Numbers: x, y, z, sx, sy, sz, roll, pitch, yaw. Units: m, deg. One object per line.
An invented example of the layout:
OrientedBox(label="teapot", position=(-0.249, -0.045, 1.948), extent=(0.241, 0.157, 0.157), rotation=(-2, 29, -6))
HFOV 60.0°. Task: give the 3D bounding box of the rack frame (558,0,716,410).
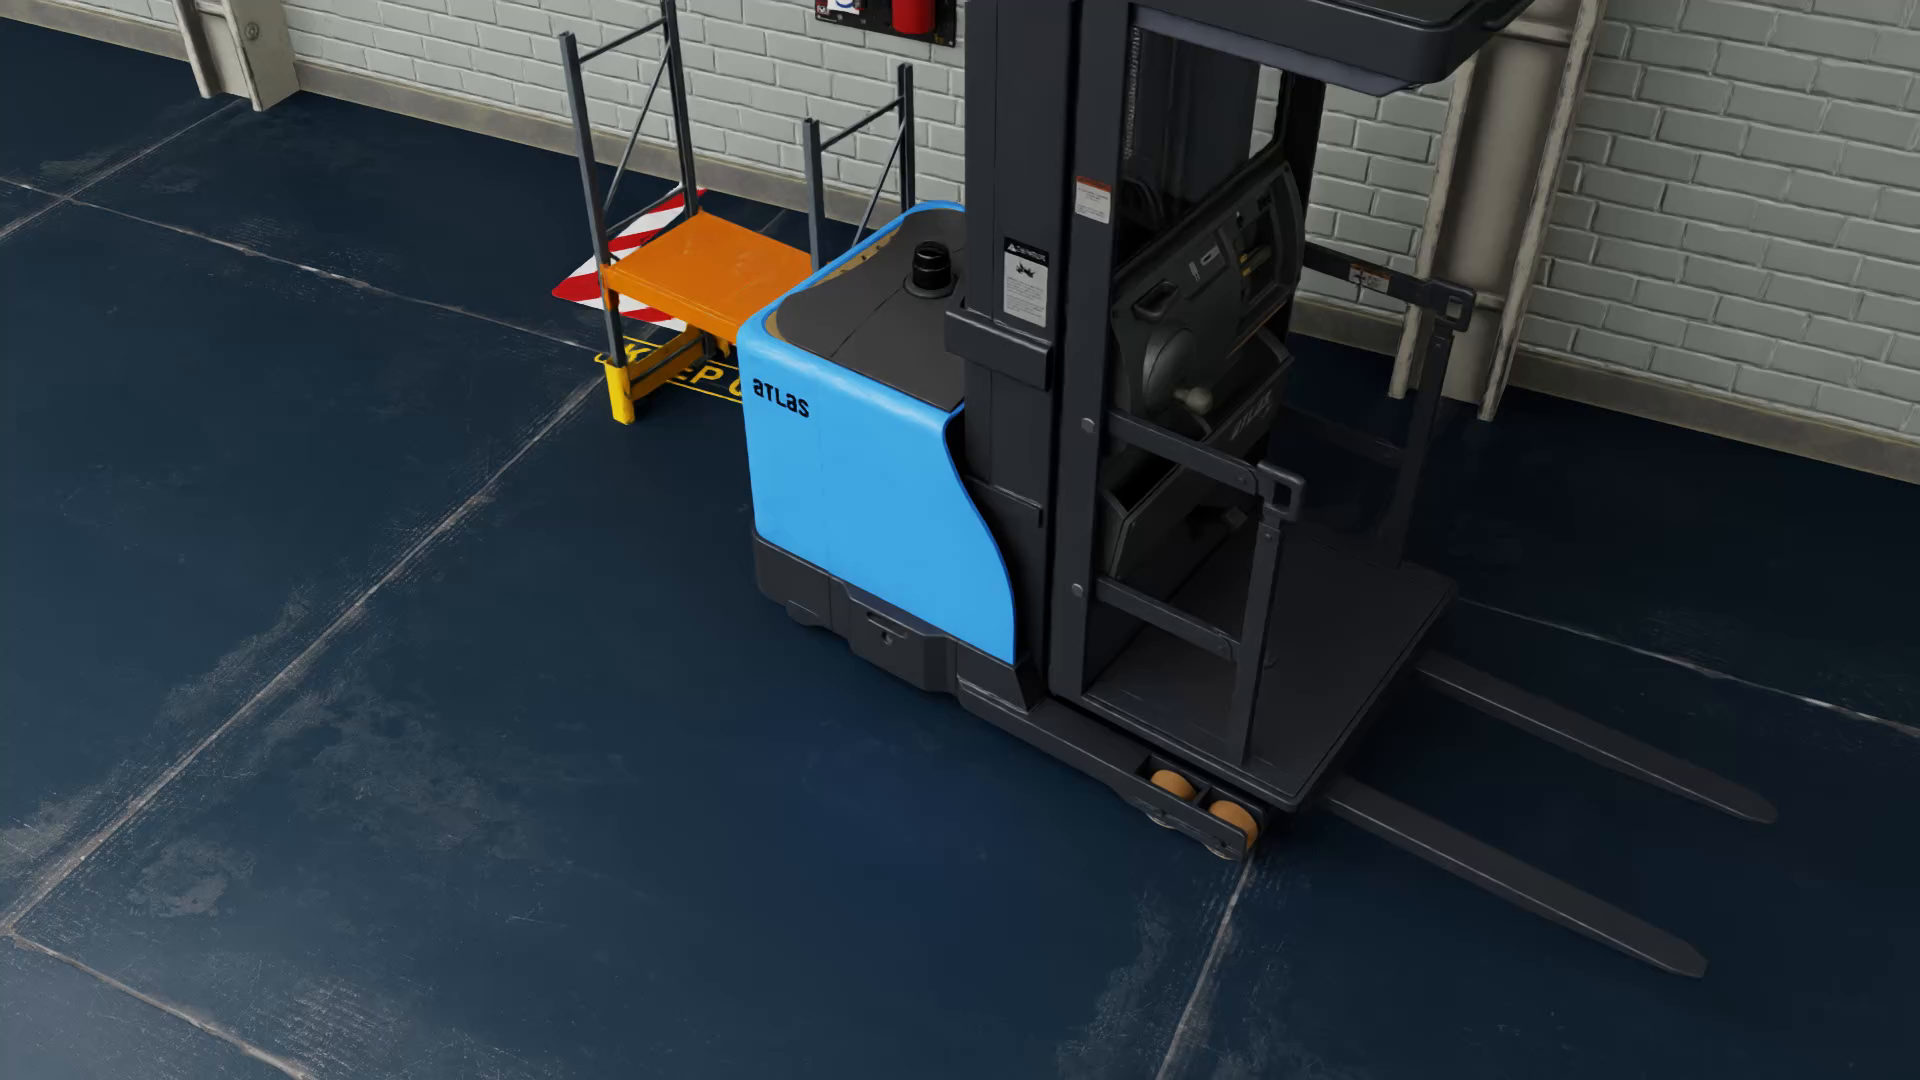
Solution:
OrientedBox(label="rack frame", position=(-1.127, -1.176, 5.962), extent=(0.032, 1.500, 0.500), rotation=(25, 47, 26))

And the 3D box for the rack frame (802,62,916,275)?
OrientedBox(label="rack frame", position=(-0.305, -0.785, 5.510), extent=(0.032, 1.500, 0.500), rotation=(25, 47, 26))

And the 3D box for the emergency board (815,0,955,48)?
OrientedBox(label="emergency board", position=(-0.336, -2.431, 6.264), extent=(0.643, 1.169, 0.194), rotation=(17, 44, 19))

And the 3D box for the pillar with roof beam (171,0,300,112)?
OrientedBox(label="pillar with roof beam", position=(-5.370, -3.097, 2.453), extent=(0.400, 9.000, 9.100), rotation=(17, 44, 19))

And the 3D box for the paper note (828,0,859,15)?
OrientedBox(label="paper note", position=(-0.467, -2.188, 6.657), extent=(0.142, 0.148, 0.016), rotation=(17, 44, 19))

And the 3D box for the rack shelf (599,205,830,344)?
OrientedBox(label="rack shelf", position=(-0.716, -0.845, 5.854), extent=(1.000, 0.185, 0.538), rotation=(25, 47, 26))

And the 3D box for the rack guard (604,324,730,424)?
OrientedBox(label="rack guard", position=(-1.112, -0.697, 6.363), extent=(0.087, 0.250, 0.587), rotation=(25, 47, 26))

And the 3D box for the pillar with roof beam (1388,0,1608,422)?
OrientedBox(label="pillar with roof beam", position=(0.067, -1.436, 0.536), extent=(0.400, 9.000, 9.100), rotation=(17, 44, 19))

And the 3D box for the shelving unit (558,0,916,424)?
OrientedBox(label="shelving unit", position=(-0.709, -0.977, 5.732), extent=(1.083, 1.500, 0.587), rotation=(25, 47, 26))

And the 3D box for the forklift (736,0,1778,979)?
OrientedBox(label="forklift", position=(0.821, -0.603, 4.208), extent=(3.031, 2.935, 1.130), rotation=(25, 47, 26))
